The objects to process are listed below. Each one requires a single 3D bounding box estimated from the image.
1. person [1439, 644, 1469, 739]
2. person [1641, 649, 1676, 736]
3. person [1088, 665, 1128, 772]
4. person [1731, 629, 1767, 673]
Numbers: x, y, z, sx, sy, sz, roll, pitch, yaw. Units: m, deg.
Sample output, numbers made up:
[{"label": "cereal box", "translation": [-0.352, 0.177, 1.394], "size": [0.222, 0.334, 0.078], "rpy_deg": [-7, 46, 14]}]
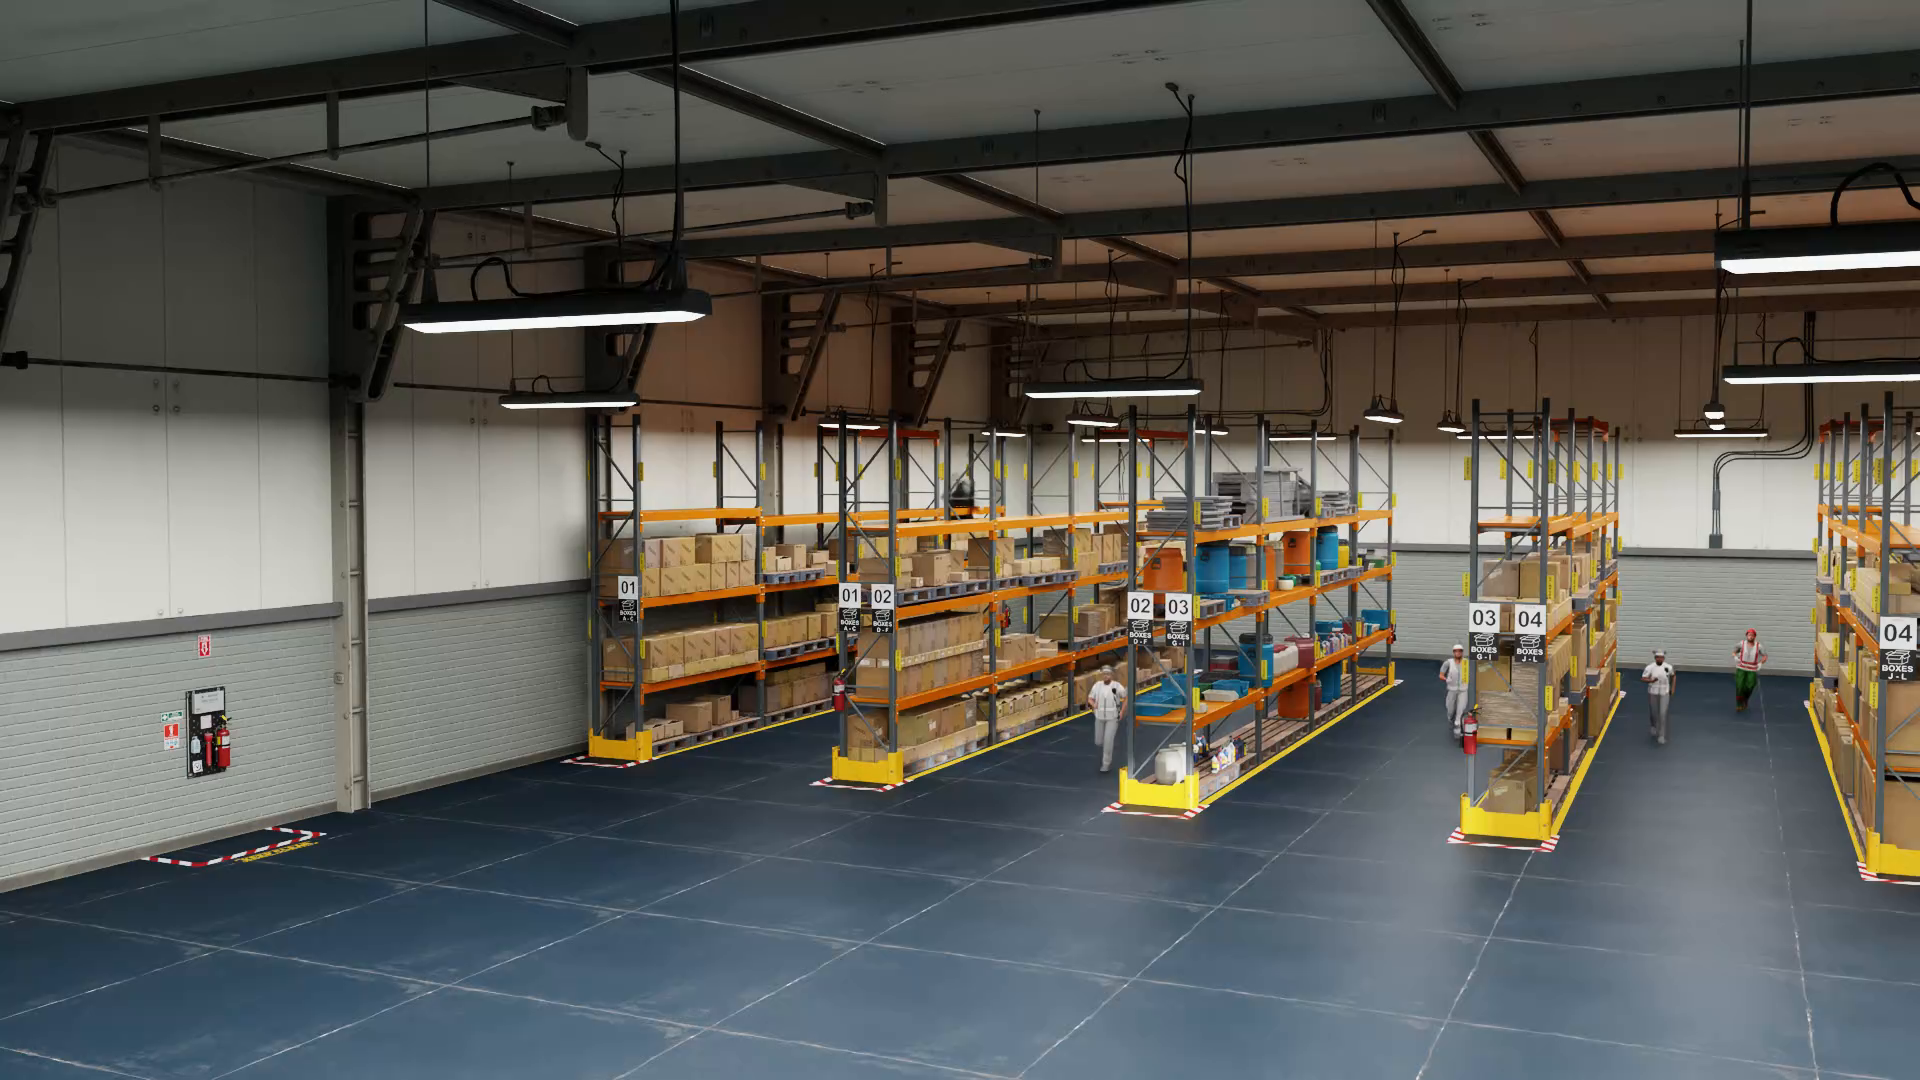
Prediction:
[{"label": "person", "translation": [9.347, 2.832, 31.251], "size": [0.663, 1.757, 0.782], "rpy_deg": [1, 2, 13]}, {"label": "person", "translation": [12.963, 2.812, 30.858], "size": [0.604, 1.601, 0.779], "rpy_deg": [1, 2, 20]}, {"label": "person", "translation": [2.487, 2.968, 27.958], "size": [0.670, 1.755, 0.796], "rpy_deg": [1, 2, 19]}, {"label": "person", "translation": [16.378, 2.308, 34.542], "size": [0.662, 0.921, 0.556], "rpy_deg": [1, 3, 29]}]
